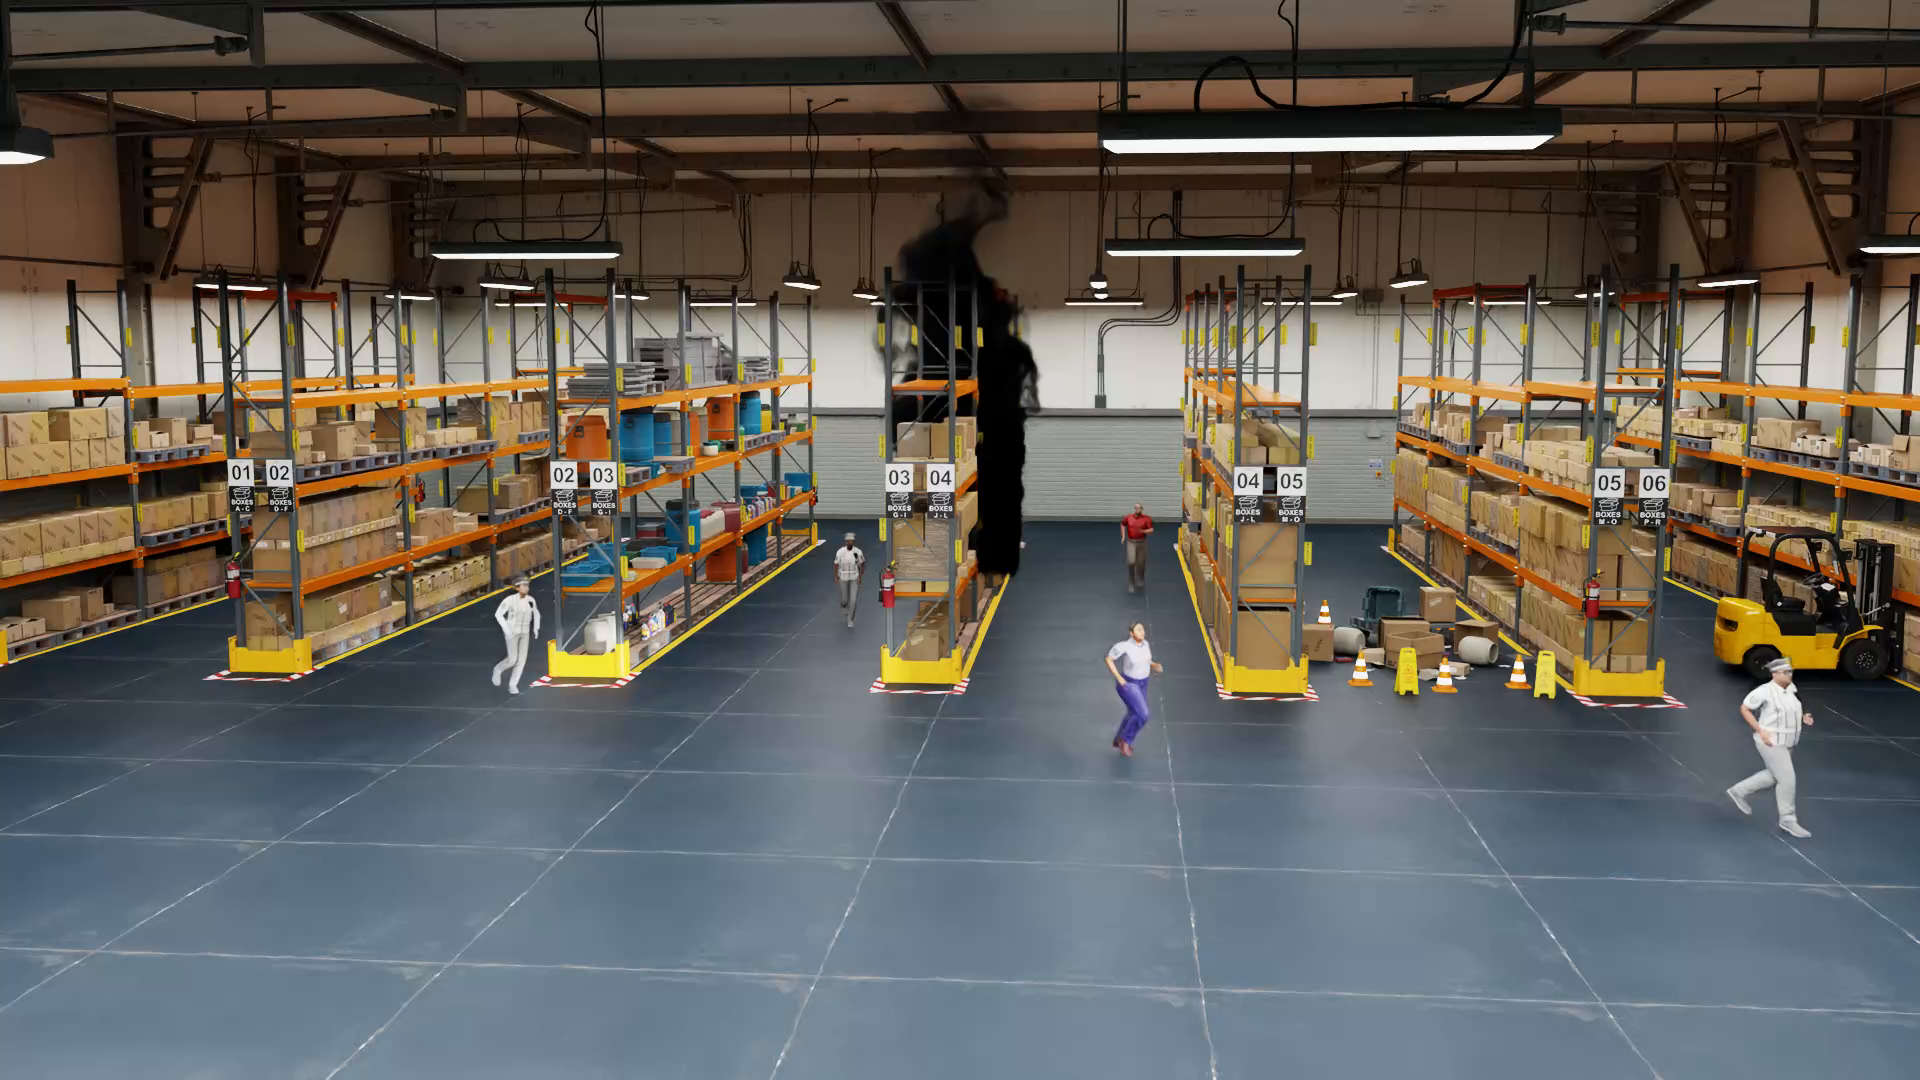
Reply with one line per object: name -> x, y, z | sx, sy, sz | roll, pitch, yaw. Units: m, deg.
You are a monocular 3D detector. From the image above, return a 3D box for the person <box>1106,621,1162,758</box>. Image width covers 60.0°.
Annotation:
person -> 2.117, 1.789, 19.965 | 0.658, 1.655, 0.578 | 7, 10, 44

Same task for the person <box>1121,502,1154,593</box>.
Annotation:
person -> 3.514, 0.151, 32.998 | 0.637, 1.796, 0.765 | 0, 7, 3

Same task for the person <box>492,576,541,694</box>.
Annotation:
person -> -6.286, 1.327, 23.694 | 0.665, 1.631, 0.572 | -6, 9, -42

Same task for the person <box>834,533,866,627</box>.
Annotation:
person -> -1.927, 0.672, 29.061 | 0.558, 1.649, 0.592 | -1, 7, -5

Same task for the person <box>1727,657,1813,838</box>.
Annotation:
person -> 8.336, 2.066, 17.027 | 0.647, 1.803, 0.911 | -5, 9, -36
